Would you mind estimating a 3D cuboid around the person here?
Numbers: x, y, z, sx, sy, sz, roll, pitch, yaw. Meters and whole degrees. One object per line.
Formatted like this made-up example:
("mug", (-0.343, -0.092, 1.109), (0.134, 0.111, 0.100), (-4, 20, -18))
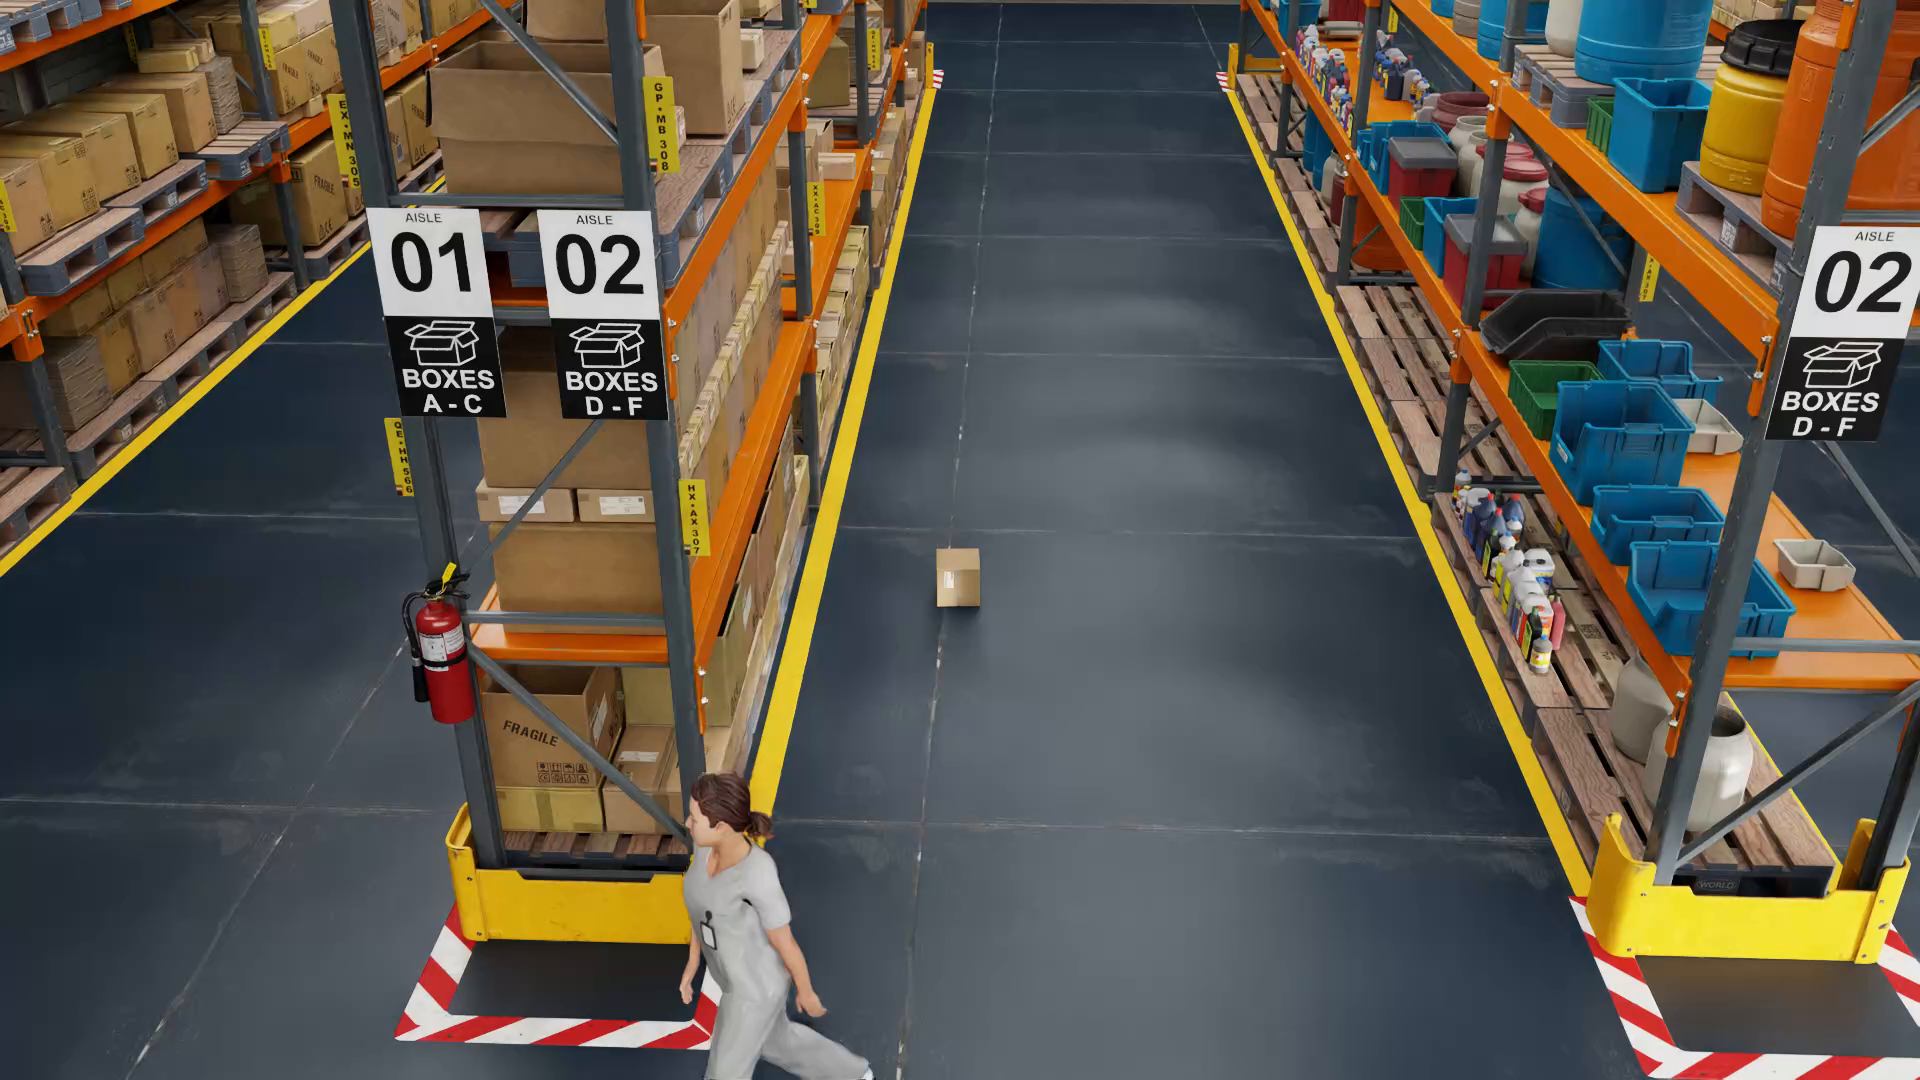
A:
("person", (-0.745, 1.507, 5.801), (0.926, 1.626, 0.494), (-18, 33, -30))
